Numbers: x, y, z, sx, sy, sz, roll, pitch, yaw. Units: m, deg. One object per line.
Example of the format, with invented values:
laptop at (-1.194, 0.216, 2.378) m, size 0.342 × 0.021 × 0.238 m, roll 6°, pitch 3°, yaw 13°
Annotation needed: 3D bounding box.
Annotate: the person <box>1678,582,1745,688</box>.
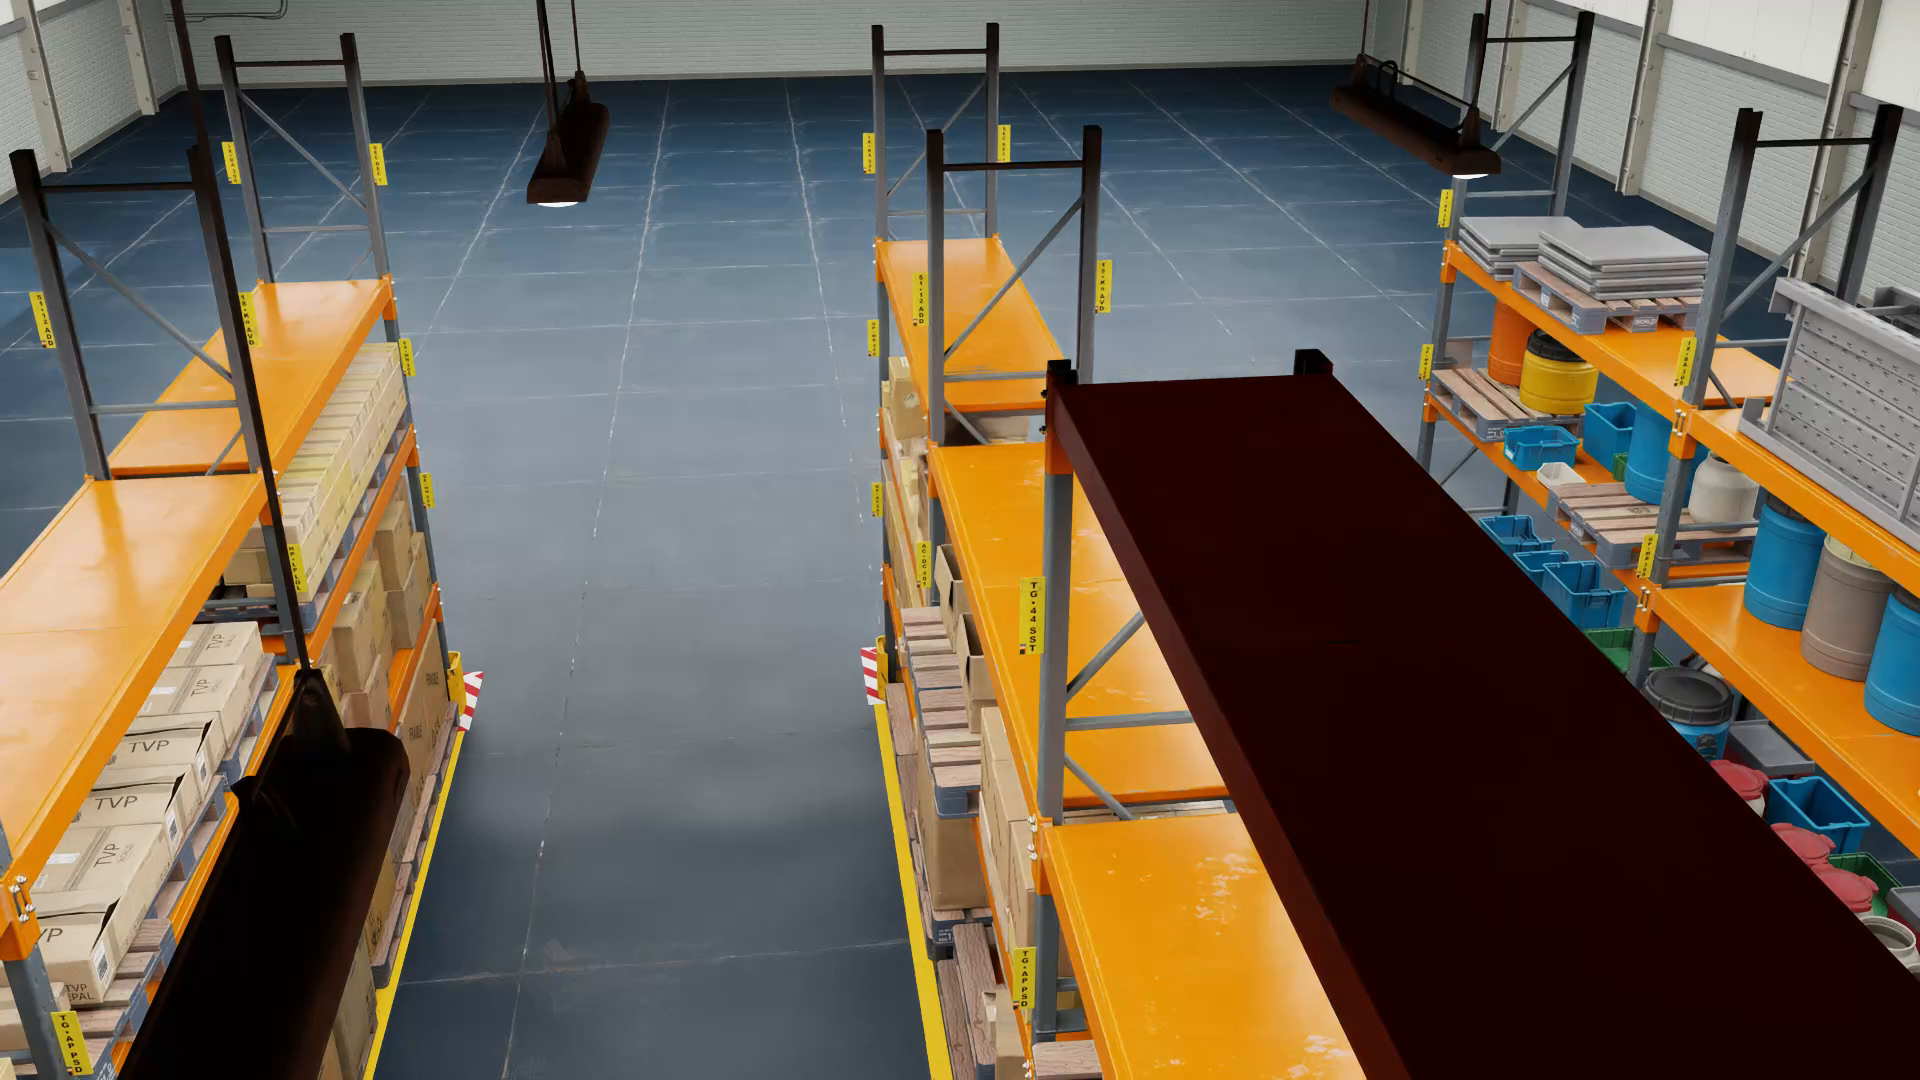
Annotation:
person at (6.384, 1.113, 14.165) m, size 0.521 × 1.794 × 0.685 m, roll 9°, pitch 27°, yaw 19°
